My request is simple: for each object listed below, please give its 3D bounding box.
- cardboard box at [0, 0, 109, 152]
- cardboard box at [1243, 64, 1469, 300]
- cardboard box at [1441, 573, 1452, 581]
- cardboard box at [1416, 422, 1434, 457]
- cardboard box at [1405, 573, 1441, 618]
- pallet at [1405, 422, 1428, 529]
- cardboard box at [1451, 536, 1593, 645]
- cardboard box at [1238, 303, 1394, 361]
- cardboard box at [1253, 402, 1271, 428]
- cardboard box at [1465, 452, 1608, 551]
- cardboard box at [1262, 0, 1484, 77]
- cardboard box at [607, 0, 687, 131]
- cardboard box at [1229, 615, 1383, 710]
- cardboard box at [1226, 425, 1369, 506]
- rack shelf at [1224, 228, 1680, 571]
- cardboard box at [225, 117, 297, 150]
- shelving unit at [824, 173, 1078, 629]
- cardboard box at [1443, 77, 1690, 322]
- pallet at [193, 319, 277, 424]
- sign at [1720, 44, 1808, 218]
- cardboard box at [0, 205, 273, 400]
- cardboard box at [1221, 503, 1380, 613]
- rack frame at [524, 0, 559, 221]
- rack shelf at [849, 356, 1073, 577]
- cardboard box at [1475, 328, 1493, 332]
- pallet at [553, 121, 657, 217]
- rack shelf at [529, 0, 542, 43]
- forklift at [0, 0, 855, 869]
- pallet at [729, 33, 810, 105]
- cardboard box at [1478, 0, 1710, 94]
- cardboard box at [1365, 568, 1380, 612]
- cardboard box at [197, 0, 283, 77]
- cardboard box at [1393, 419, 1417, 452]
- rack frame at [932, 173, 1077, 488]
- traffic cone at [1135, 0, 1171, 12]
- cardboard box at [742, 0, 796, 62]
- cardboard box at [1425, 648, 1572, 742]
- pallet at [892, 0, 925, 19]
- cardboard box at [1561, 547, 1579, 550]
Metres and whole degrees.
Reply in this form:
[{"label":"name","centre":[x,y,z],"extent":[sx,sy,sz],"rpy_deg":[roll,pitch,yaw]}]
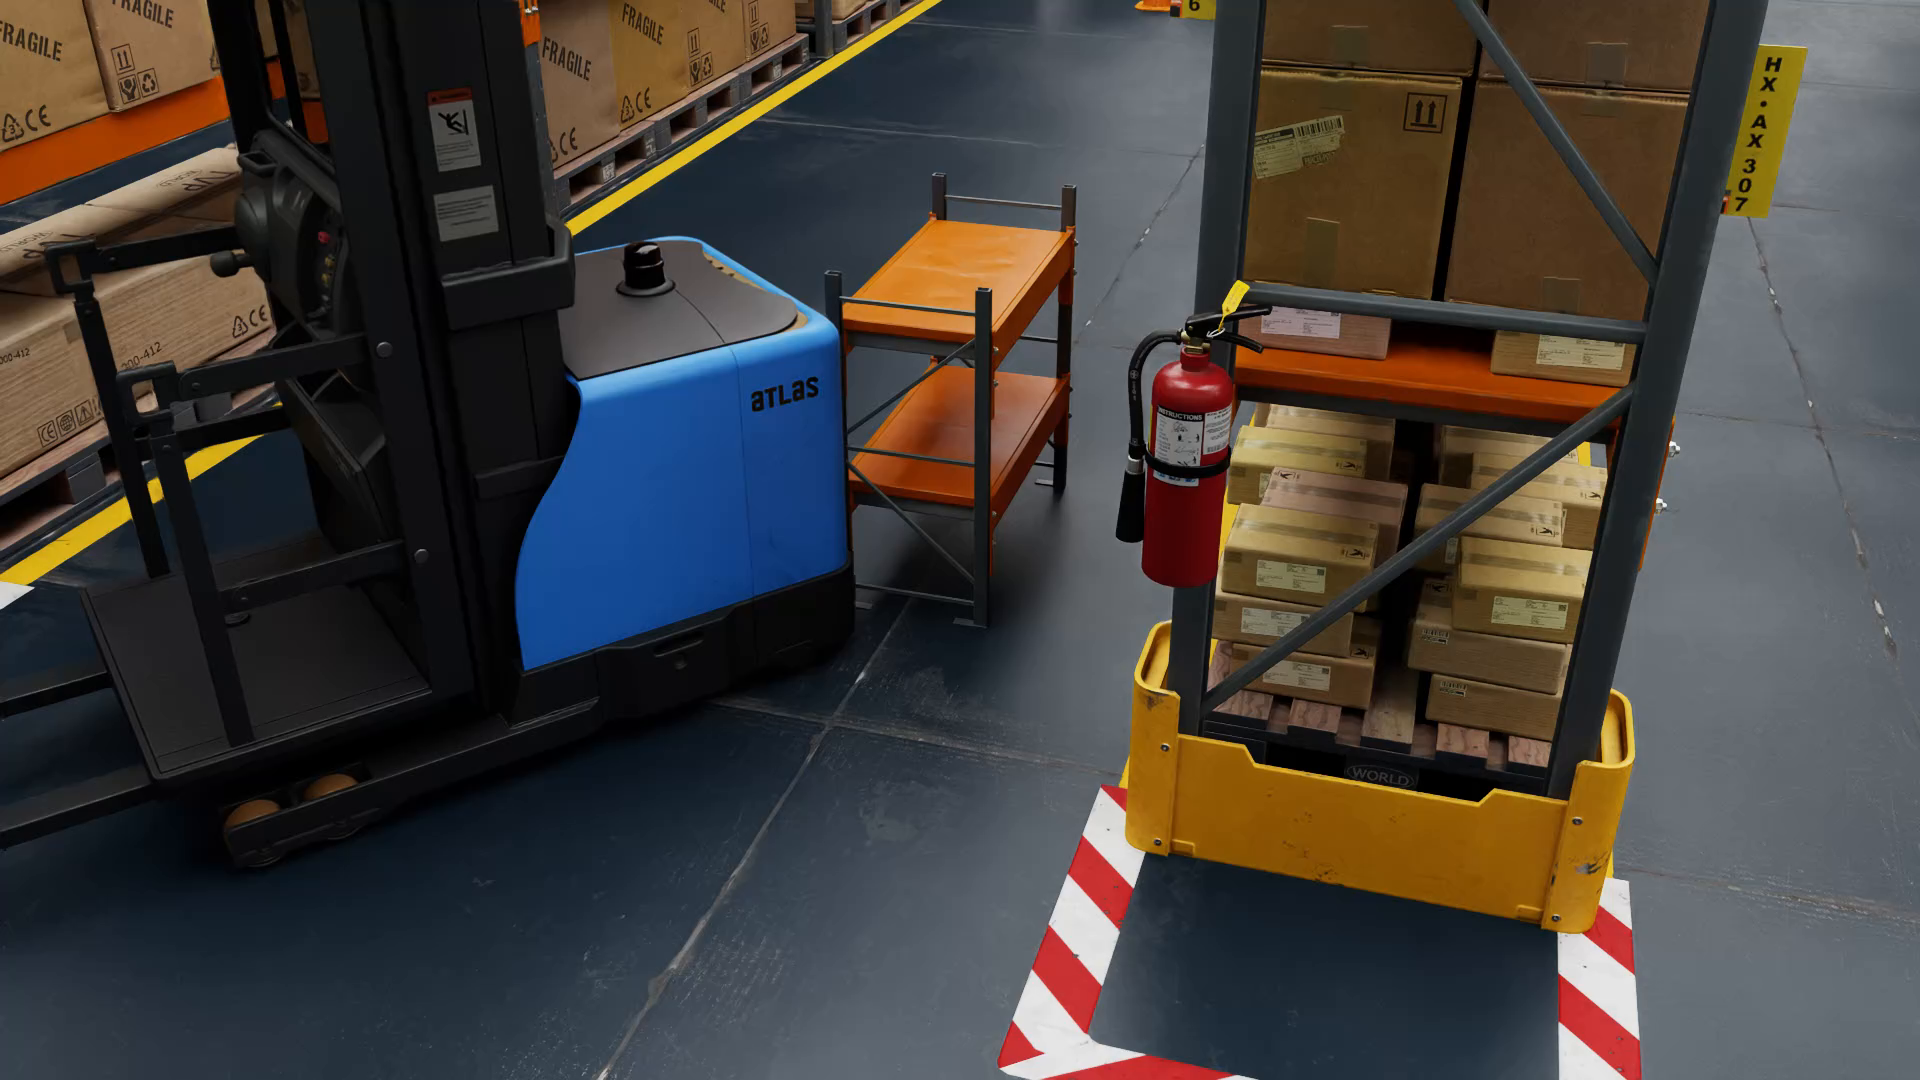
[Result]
[{"label":"cardboard box","centre":[-3.222,-1.599,5.436],"extent":[0.500,0.500,0.500],"rpy_deg":[8,30,14]},{"label":"cardboard box","centre":[0.889,-0.894,3.863],"extent":[0.500,0.500,0.500],"rpy_deg":[9,30,16]},{"label":"cardboard box","centre":[1.536,0.131,4.623],"extent":[0.380,0.149,0.250],"rpy_deg":[8,30,15]},{"label":"cardboard box","centre":[1.730,-0.368,5.520],"extent":[0.380,0.149,0.250],"rpy_deg":[10,31,17]},{"label":"cardboard box","centre":[1.527,0.140,4.914],"extent":[0.380,0.149,0.250],"rpy_deg":[9,30,15]},{"label":"pallet","centre":[1.657,-0.229,5.945],"extent":[1.003,0.211,1.213],"rpy_deg":[8,30,15]},{"label":"cardboard box","centre":[1.481,0.132,4.315],"extent":[0.380,0.149,0.250],"rpy_deg":[7,30,13]},{"label":"cardboard box","centre":[0.828,-0.557,3.924],"extent":[0.380,0.149,0.250],"rpy_deg":[9,30,15]},{"label":"cardboard box","centre":[1.161,-0.446,5.355],"extent":[0.380,0.149,0.250],"rpy_deg":[10,31,17]},{"label":"cardboard box","centre":[1.644,-0.112,4.754],"extent":[0.380,0.149,0.250],"rpy_deg":[8,30,15]},{"label":"cardboard box","centre":[0.899,-1.334,3.625],"extent":[0.500,0.500,0.500],"rpy_deg":[8,30,14]},{"label":"cardboard box","centre":[-2.222,-2.969,9.755],"extent":[0.875,0.875,0.875],"rpy_deg":[9,30,16]},{"label":"cardboard box","centre":[0.958,0.313,4.603],"extent":[0.380,0.149,0.250],"rpy_deg":[9,30,16]},{"label":"cardboard box","centre":[0.999,-0.202,4.916],"extent":[0.380,0.149,0.250],"rpy_deg":[8,30,14]},{"label":"rack shelf","centre":[1.590,-1.090,5.364],"extent":[1.077,0.370,4.000],"rpy_deg":[8,30,15]},{"label":"cardboard box","centre":[-2.872,-1.781,8.069],"extent":[0.875,0.438,0.875],"rpy_deg":[8,30,14]},{"label":"shelving unit","centre":[-0.002,-0.488,5.471],"extent":[0.538,1.125,1.048],"rpy_deg":[8,30,15]},{"label":"cardboard box","centre":[1.399,-0.818,3.726],"extent":[0.500,0.500,0.500],"rpy_deg":[10,31,17]},{"label":"pallet","centre":[-3.239,-0.864,7.086],"extent":[1.003,0.211,1.213],"rpy_deg":[8,30,15]},{"label":"sign","centre":[1.521,-0.776,3.169],"extent":[0.100,0.325,0.005],"rpy_deg":[8,30,15]},{"label":"cardboard box","centre":[-3.400,-0.946,6.568],"extent":[0.875,0.438,0.875],"rpy_deg":[9,30,16]},{"label":"cardboard box","centre":[0.916,0.045,4.472],"extent":[0.380,0.149,0.250],"rpy_deg":[9,30,15]},{"label":"rack frame","centre":[-2.585,-2.993,8.045],"extent":[1.000,3.000,0.127],"rpy_deg":[8,30,15]},{"label":"rack shelf","centre":[-0.002,-0.275,5.590],"extent":[0.538,0.278,1.000],"rpy_deg":[8,30,15]},{"label":"cardboard box","centre":[1.446,-0.593,3.989],"extent":[0.380,0.149,0.250],"rpy_deg":[10,30,17]},{"label":"pallet","centre":[-2.430,-2.144,9.387],"extent":[1.003,0.211,1.213],"rpy_deg":[8,30,15]},{"label":"rack shelf","centre":[-1.998,-3.608,9.891],"extent":[1.077,0.370,4.000],"rpy_deg":[8,30,15]},{"label":"forklift","centre":[-1.832,-0.740,4.065],"extent":[3.031,2.935,1.130],"rpy_deg":[-18,34,-29]},{"label":"pallet","centre":[-1.714,-3.278,11.425],"extent":[1.003,0.211,1.213],"rpy_deg":[8,30,15]},{"label":"cardboard box","centre":[1.388,-1.256,3.486],"extent":[0.500,0.500,0.500],"rpy_deg":[8,30,15]},{"label":"cardboard box","centre":[1.013,0.057,4.756],"extent":[0.380,0.149,0.250],"rpy_deg":[8,30,14]},{"label":"cardboard box","centre":[-2.924,-2.068,6.279],"extent":[0.500,0.500,0.500],"rpy_deg":[10,30,17]},{"label":"cardboard box","centre":[1.417,-0.407,5.896],"extent":[0.380,0.149,0.250],"rpy_deg":[9,30,16]},{"label":"rack frame","centre":[0.147,-0.725,5.896],"extent":[0.500,1.125,0.032],"rpy_deg":[8,30,15]},{"label":"traffic cone","centre":[1.609,-4.549,13.451],"extent":[0.336,0.463,0.334],"rpy_deg":[8,30,15]},{"label":"cardboard box","centre":[-1.693,-3.798,11.246],"extent":[0.875,0.875,0.875],"rpy_deg":[8,30,14]},{"label":"cardboard box","centre":[1.463,0.389,4.465],"extent":[0.380,0.149,0.250],"rpy_deg":[9,30,16]},{"label":"pallet","centre":[-0.820,-4.562,13.733],"extent":[1.003,0.211,1.213],"rpy_deg":[8,30,15]},{"label":"cardboard box","centre":[1.703,-0.099,5.037],"extent":[0.380,0.149,0.250],"rpy_deg":[9,30,16]}]
